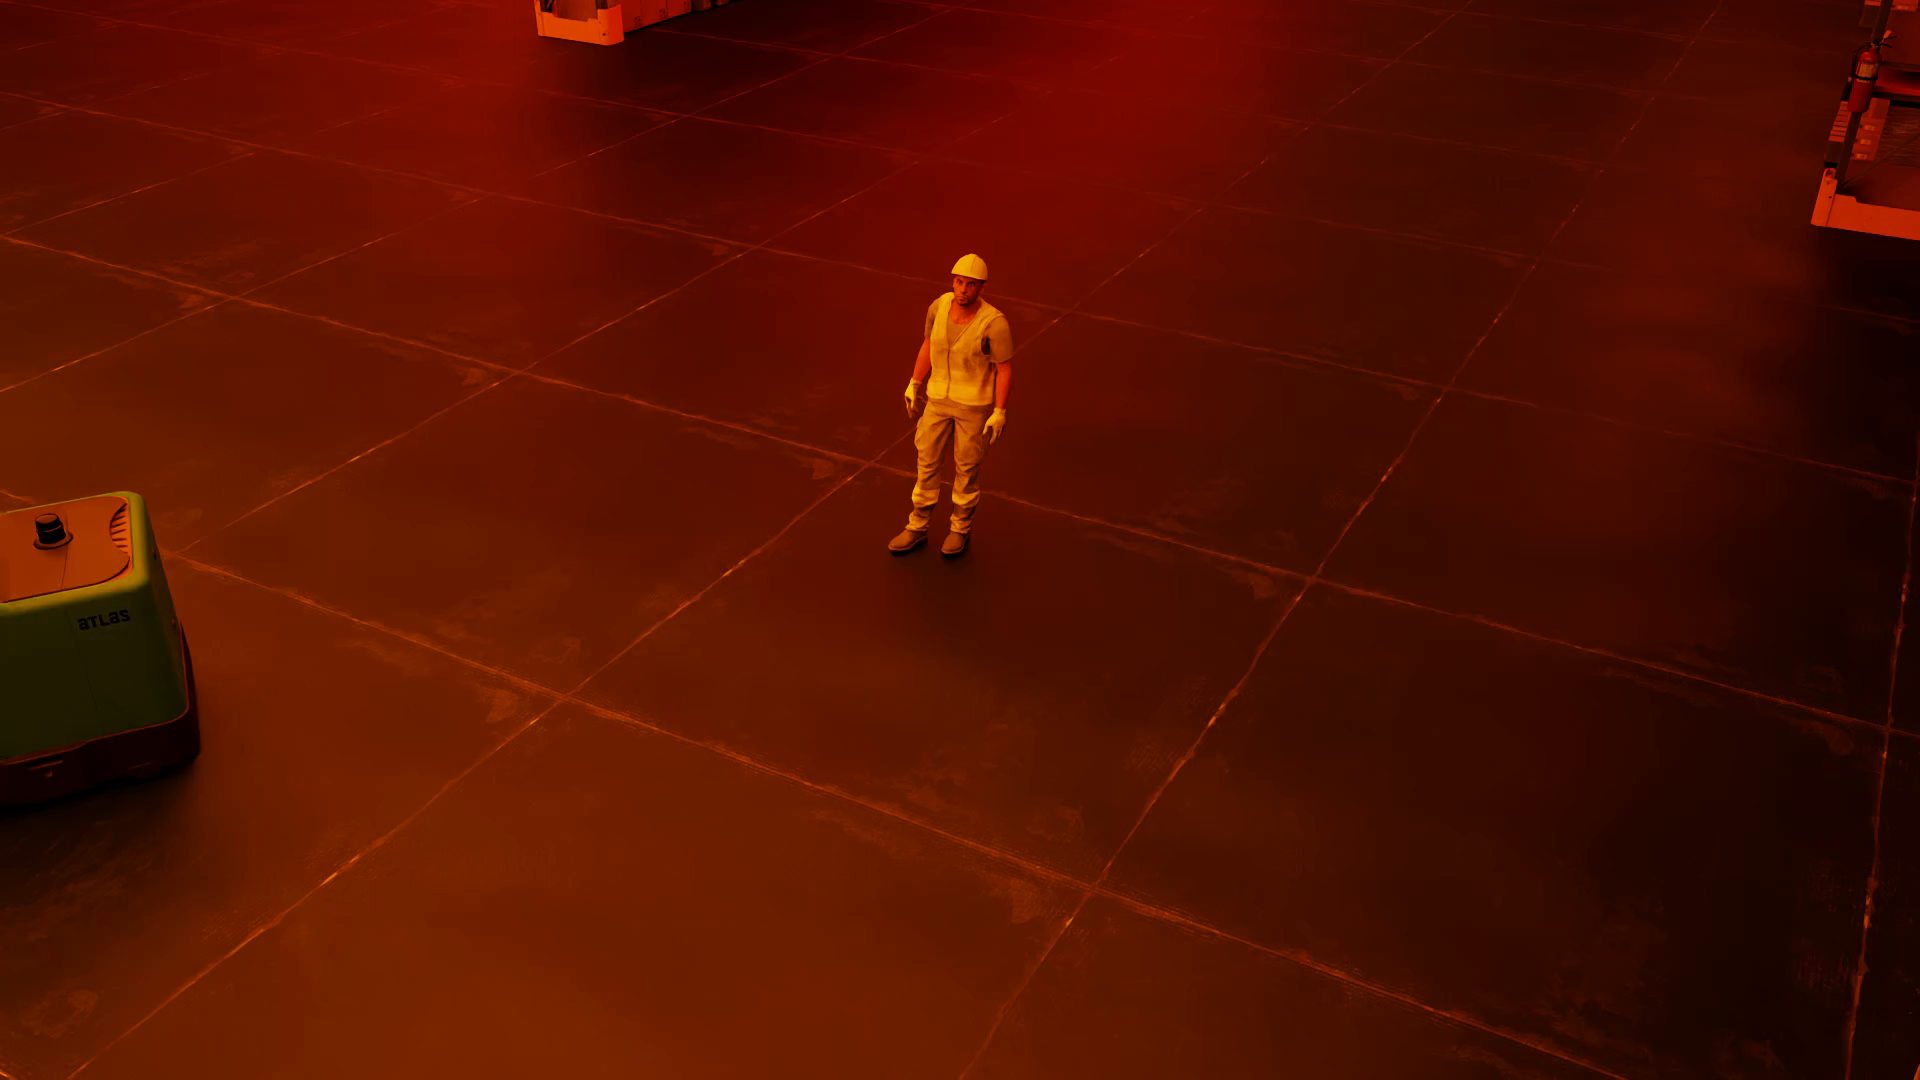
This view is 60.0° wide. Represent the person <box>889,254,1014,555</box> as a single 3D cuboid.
[{"bbox_3d":[-0.049,-0.749,9.497,0.637,1.787,0.564,15,33,25],"label":"person"}]

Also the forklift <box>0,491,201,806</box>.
[{"bbox_3d":[-5.259,-0.076,7.202,3.031,2.935,1.130,-13,32,-21],"label":"forklift"}]
